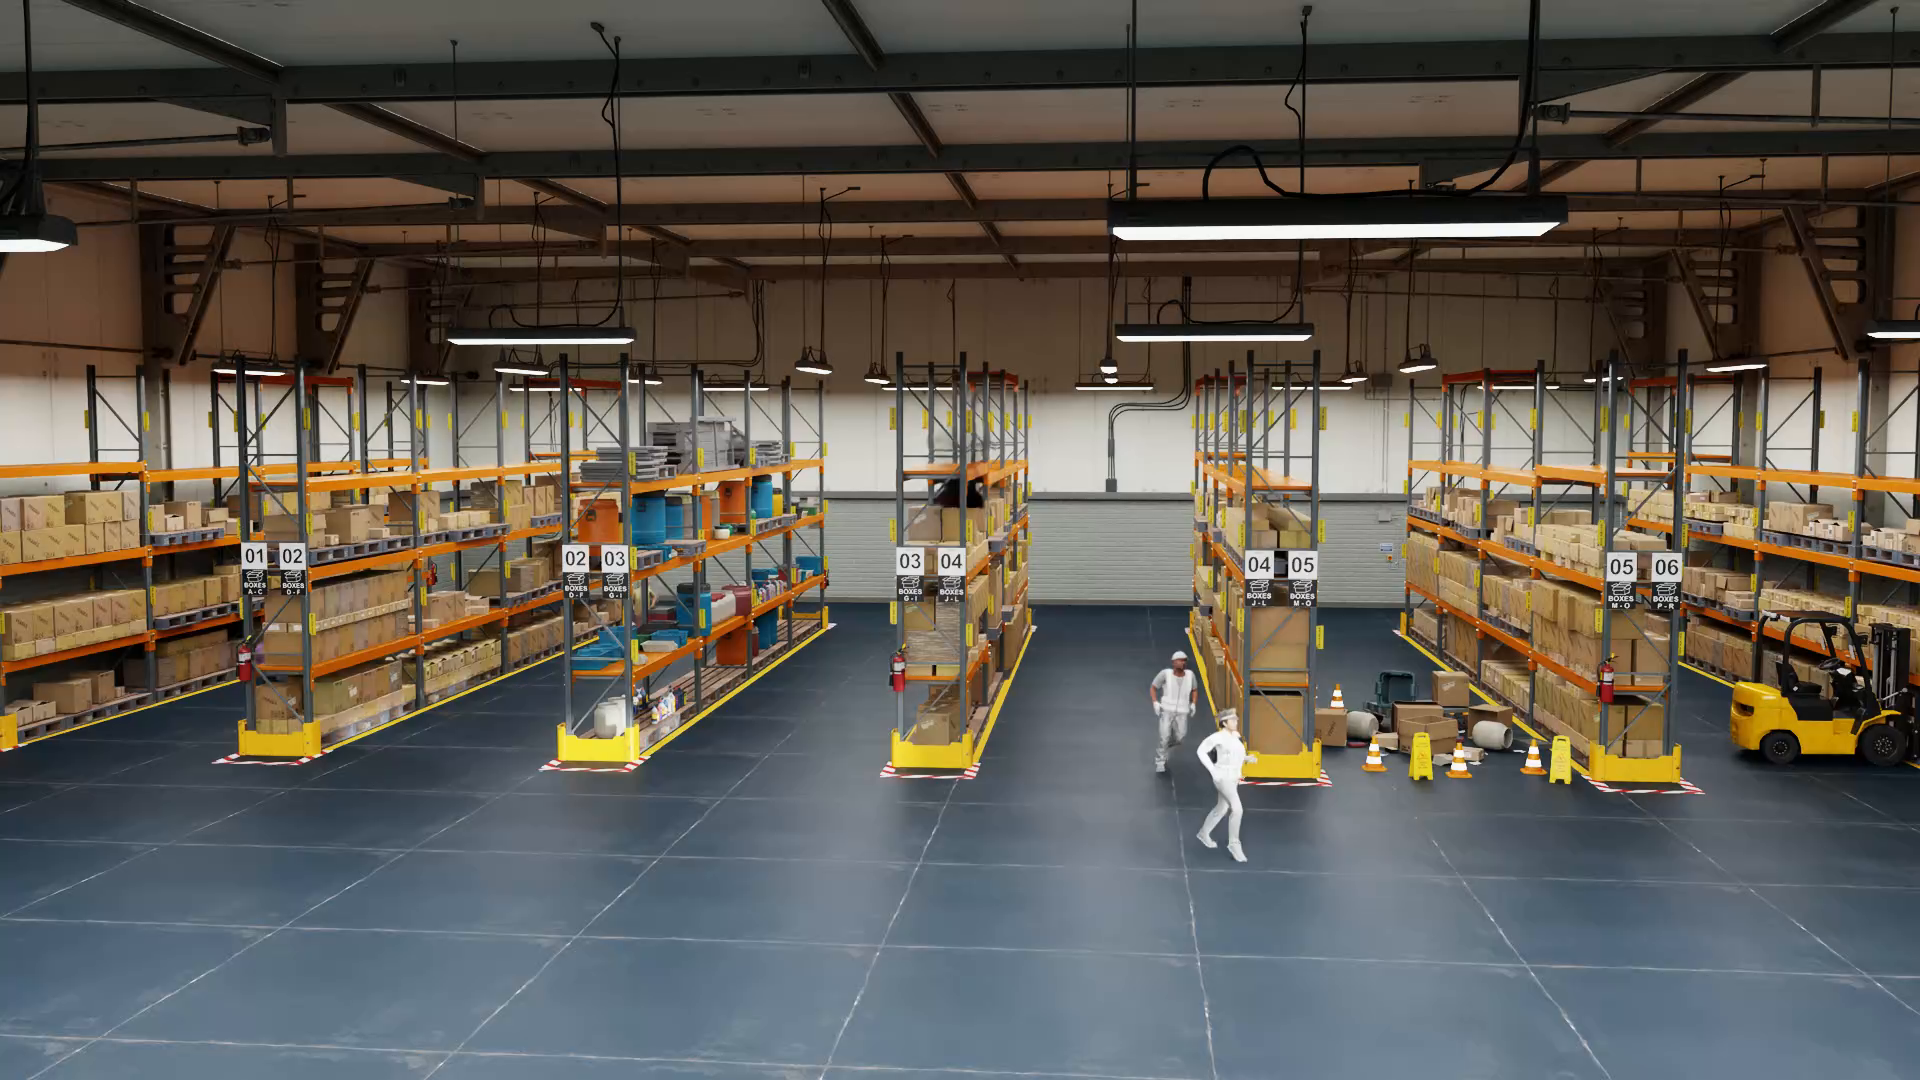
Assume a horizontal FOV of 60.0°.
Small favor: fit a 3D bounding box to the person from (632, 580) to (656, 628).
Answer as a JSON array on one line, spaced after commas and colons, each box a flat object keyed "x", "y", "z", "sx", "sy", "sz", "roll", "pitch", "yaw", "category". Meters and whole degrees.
[{"x": -6.880, "y": 1.623, "z": 36.030, "sx": 0.583, "sy": 1.663, "sz": 0.870, "roll": 0, "pitch": 4, "yaw": -6, "category": "person"}]

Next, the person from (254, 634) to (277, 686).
[{"x": -11.518, "y": 2.269, "z": 27.647, "sx": 0.537, "sy": 1.558, "sz": 0.549, "roll": 0, "pitch": 4, "yaw": -5, "category": "person"}]

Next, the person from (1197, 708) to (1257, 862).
[{"x": 3.058, "y": 2.802, "z": 19.192, "sx": 0.769, "sy": 1.750, "sz": 0.579, "roll": 3, "pitch": 5, "yaw": 38, "category": "person"}]

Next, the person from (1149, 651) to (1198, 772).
[{"x": 3.084, "y": 2.452, "z": 23.949, "sx": 0.729, "sy": 1.721, "sz": 0.566, "roll": 0, "pitch": 4, "yaw": -6, "category": "person"}]
